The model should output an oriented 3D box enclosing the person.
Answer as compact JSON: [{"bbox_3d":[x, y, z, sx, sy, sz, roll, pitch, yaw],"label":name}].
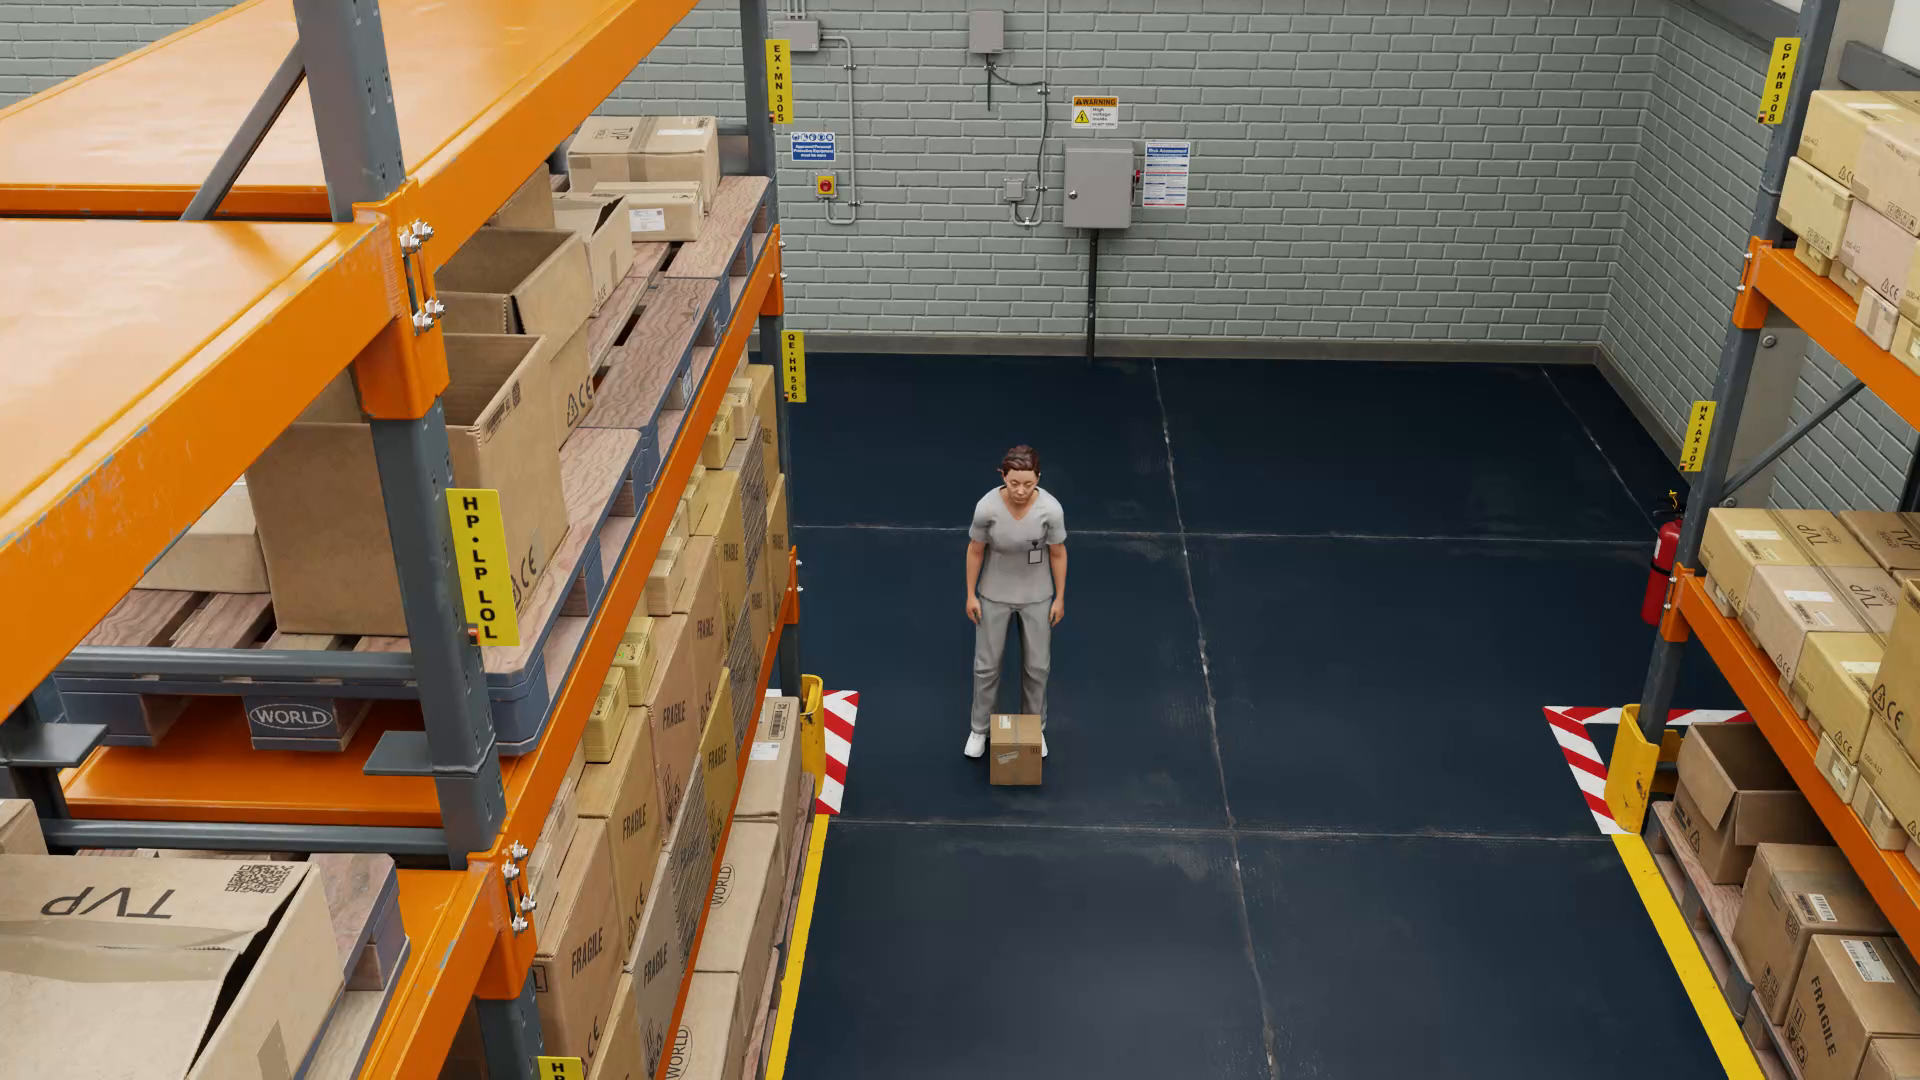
[{"bbox_3d":[0.271,0.290,8.080,0.486,1.673,0.358,1,28,2],"label":"person"}]
